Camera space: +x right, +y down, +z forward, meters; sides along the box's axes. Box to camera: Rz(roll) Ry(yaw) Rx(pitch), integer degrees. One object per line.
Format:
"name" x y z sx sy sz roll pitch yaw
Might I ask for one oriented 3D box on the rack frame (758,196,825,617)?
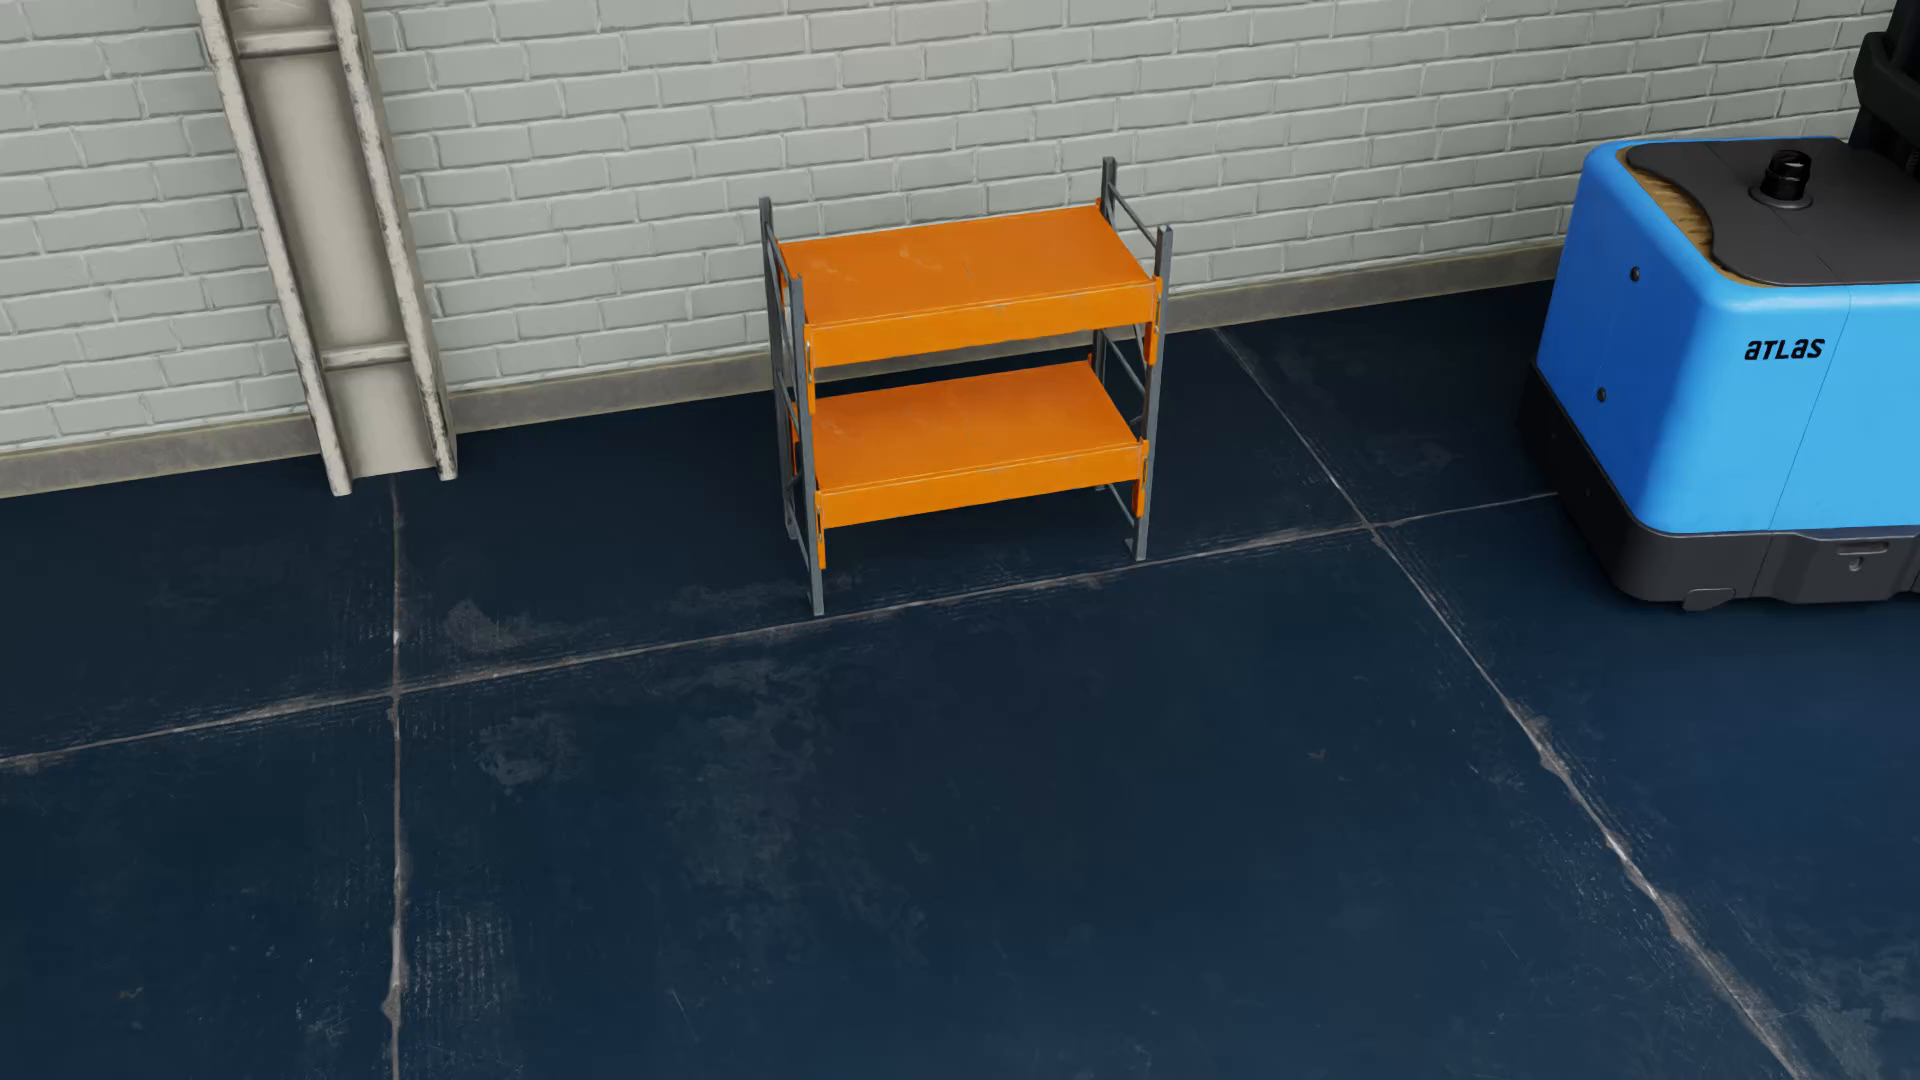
"rack frame" -0.484 -0.367 4.804 0.032 1.125 0.500 -9 38 -12

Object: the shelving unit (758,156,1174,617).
"shelving unit" 0.007 -0.448 4.910 1.048 1.125 0.538 -9 38 -12

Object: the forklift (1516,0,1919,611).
"forklift" 3.430 -1.298 4.535 3.031 2.935 1.130 -2 37 -3

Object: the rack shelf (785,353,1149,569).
"rack shelf" 0.007 -0.254 5.058 1.000 0.278 0.538 -9 38 -12

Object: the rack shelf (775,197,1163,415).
"rack shelf" 0.007 -0.680 4.732 1.000 0.278 0.538 -9 38 -12

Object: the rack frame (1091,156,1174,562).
"rack frame" 0.497 -0.528 5.015 0.032 1.125 0.500 -9 38 -12
